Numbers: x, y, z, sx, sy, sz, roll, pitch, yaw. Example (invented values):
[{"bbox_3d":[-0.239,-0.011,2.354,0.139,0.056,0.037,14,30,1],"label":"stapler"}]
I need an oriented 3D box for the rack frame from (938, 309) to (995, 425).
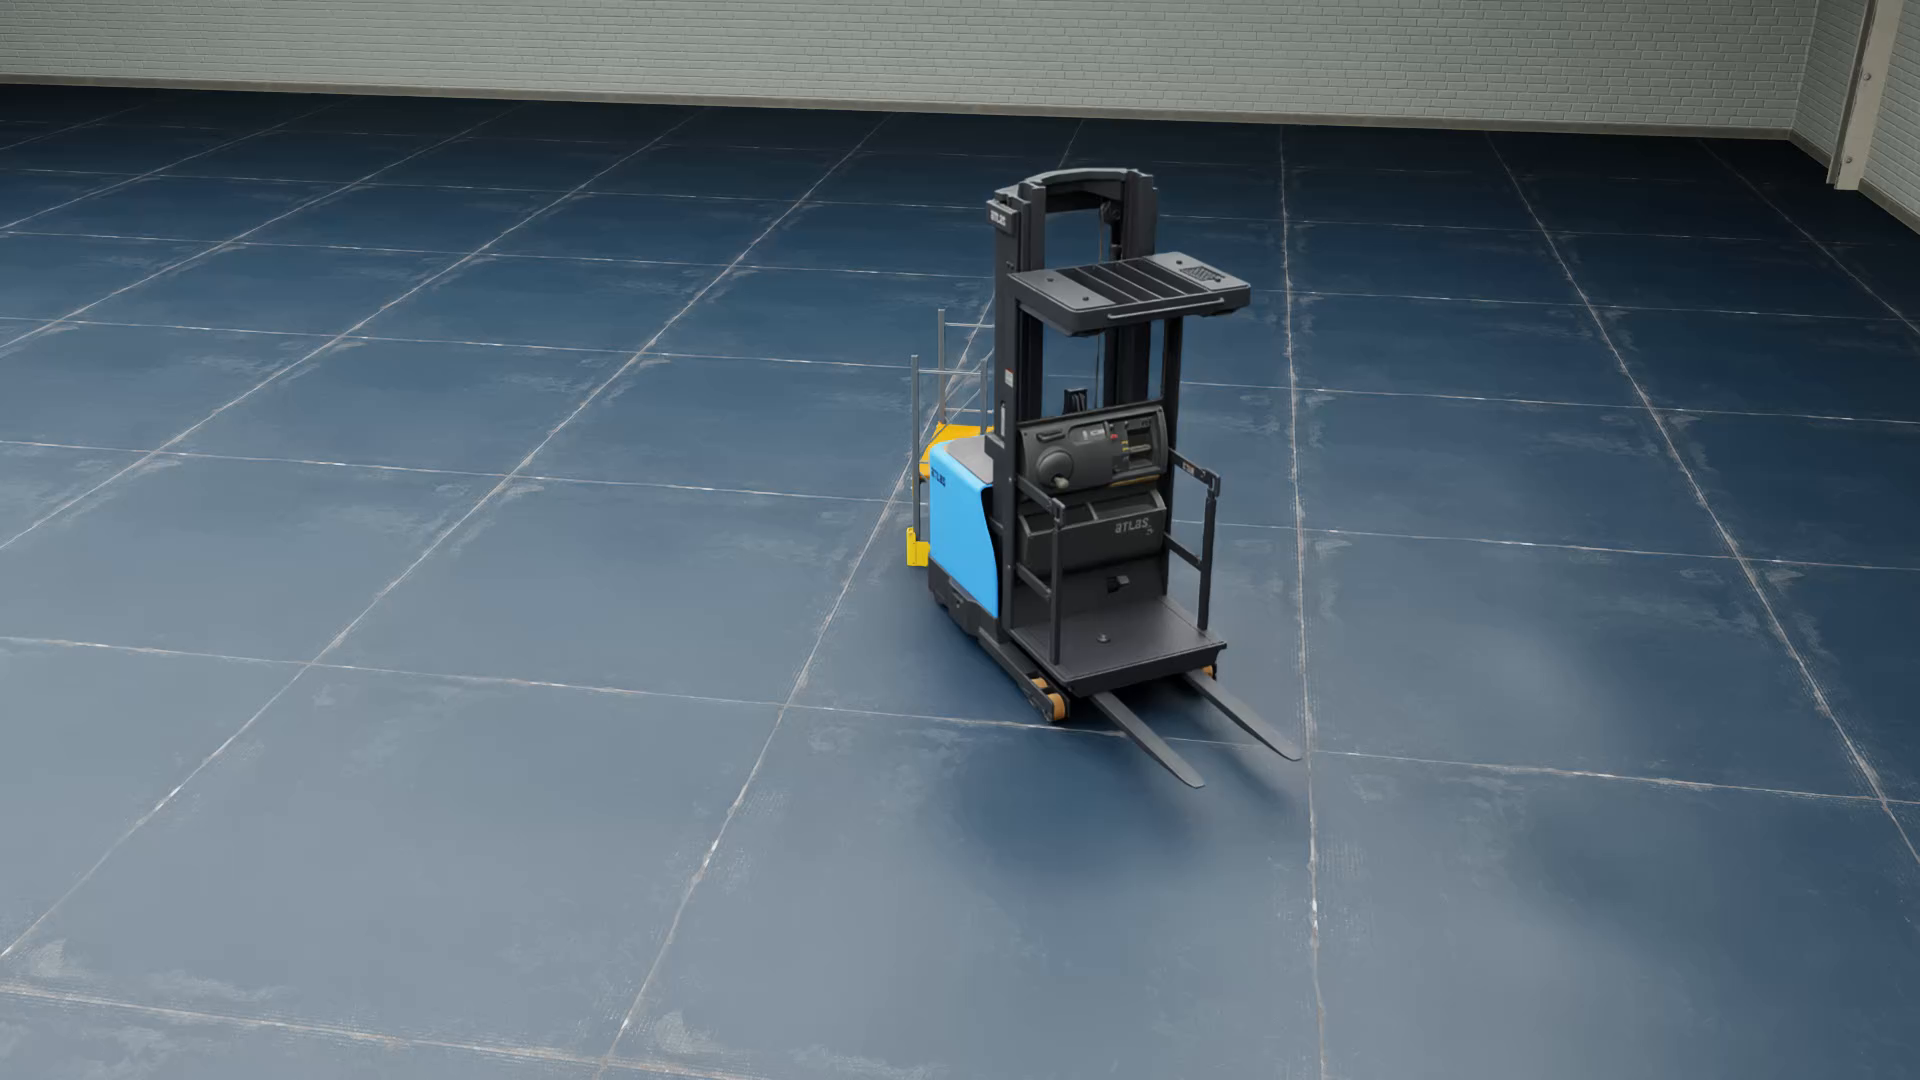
[{"bbox_3d":[0.097,-0.928,12.007,0.500,1.500,0.032,4,25,9],"label":"rack frame"}]

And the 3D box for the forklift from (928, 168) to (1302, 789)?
[{"bbox_3d":[0.871,-0.492,9.387,1.130,2.935,3.031,-11,27,-23],"label":"forklift"}]

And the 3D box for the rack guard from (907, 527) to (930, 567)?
[{"bbox_3d":[-0.069,0.063,11.364,0.587,0.250,0.087,4,25,9],"label":"rack guard"}]

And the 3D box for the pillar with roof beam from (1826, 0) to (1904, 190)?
[{"bbox_3d":[7.237,-8.976,20.355,9.100,9.000,0.400,4,25,9],"label":"pillar with roof beam"}]

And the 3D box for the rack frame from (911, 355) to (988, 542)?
[{"bbox_3d":[-0.069,-0.502,11.098,0.500,1.500,0.032,4,25,9],"label":"rack frame"}]

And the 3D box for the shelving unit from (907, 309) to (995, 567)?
[{"bbox_3d":[0.012,-0.711,11.544,0.587,1.500,1.083,4,25,9],"label":"shelving unit"}]

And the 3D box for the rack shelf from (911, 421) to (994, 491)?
[{"bbox_3d":[0.014,-0.552,11.629,0.538,0.185,1.000,4,25,9],"label":"rack shelf"}]
